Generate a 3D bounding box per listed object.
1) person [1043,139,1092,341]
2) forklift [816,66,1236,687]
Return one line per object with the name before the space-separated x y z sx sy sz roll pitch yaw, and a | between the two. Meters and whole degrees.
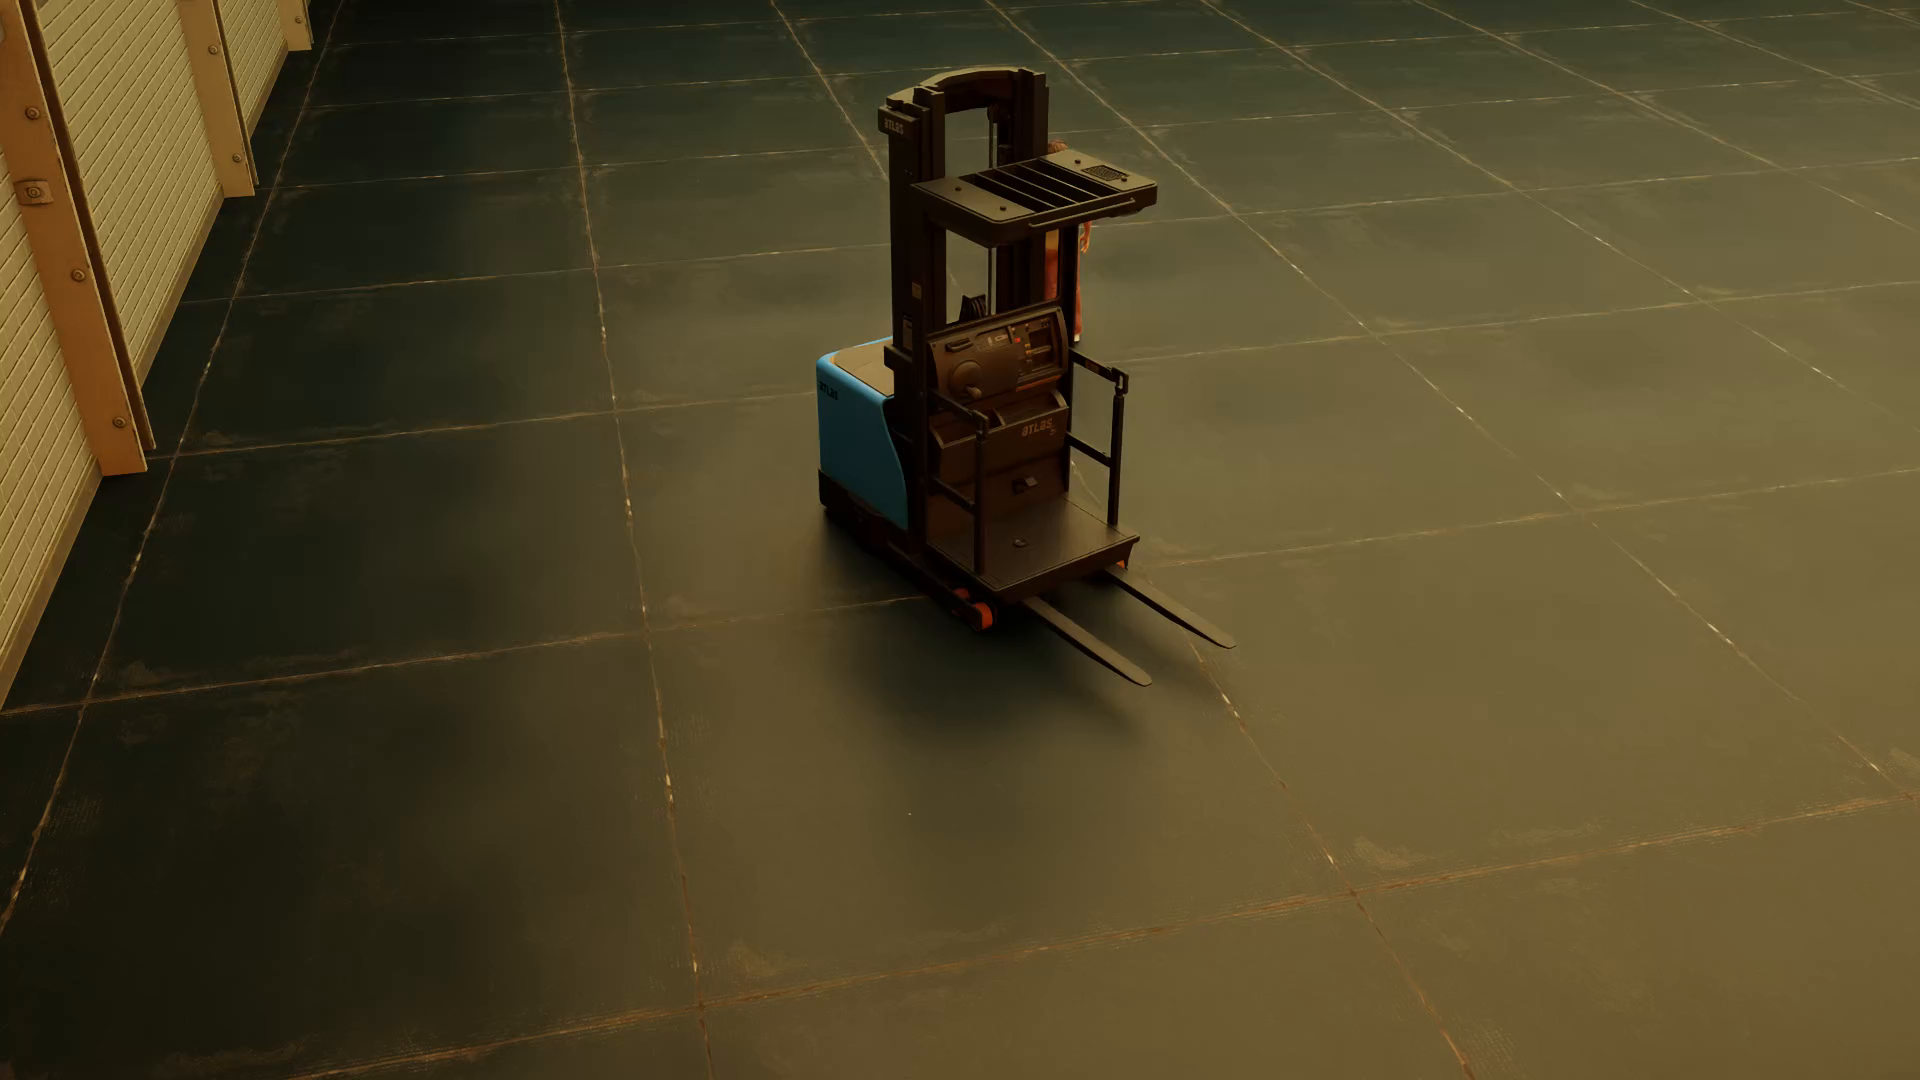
person | 0.730 -2.280 12.750 0.553 1.673 0.548 -6 31 -11
forklift | 0.355 -1.021 9.338 1.130 2.935 3.031 -20 35 -30
